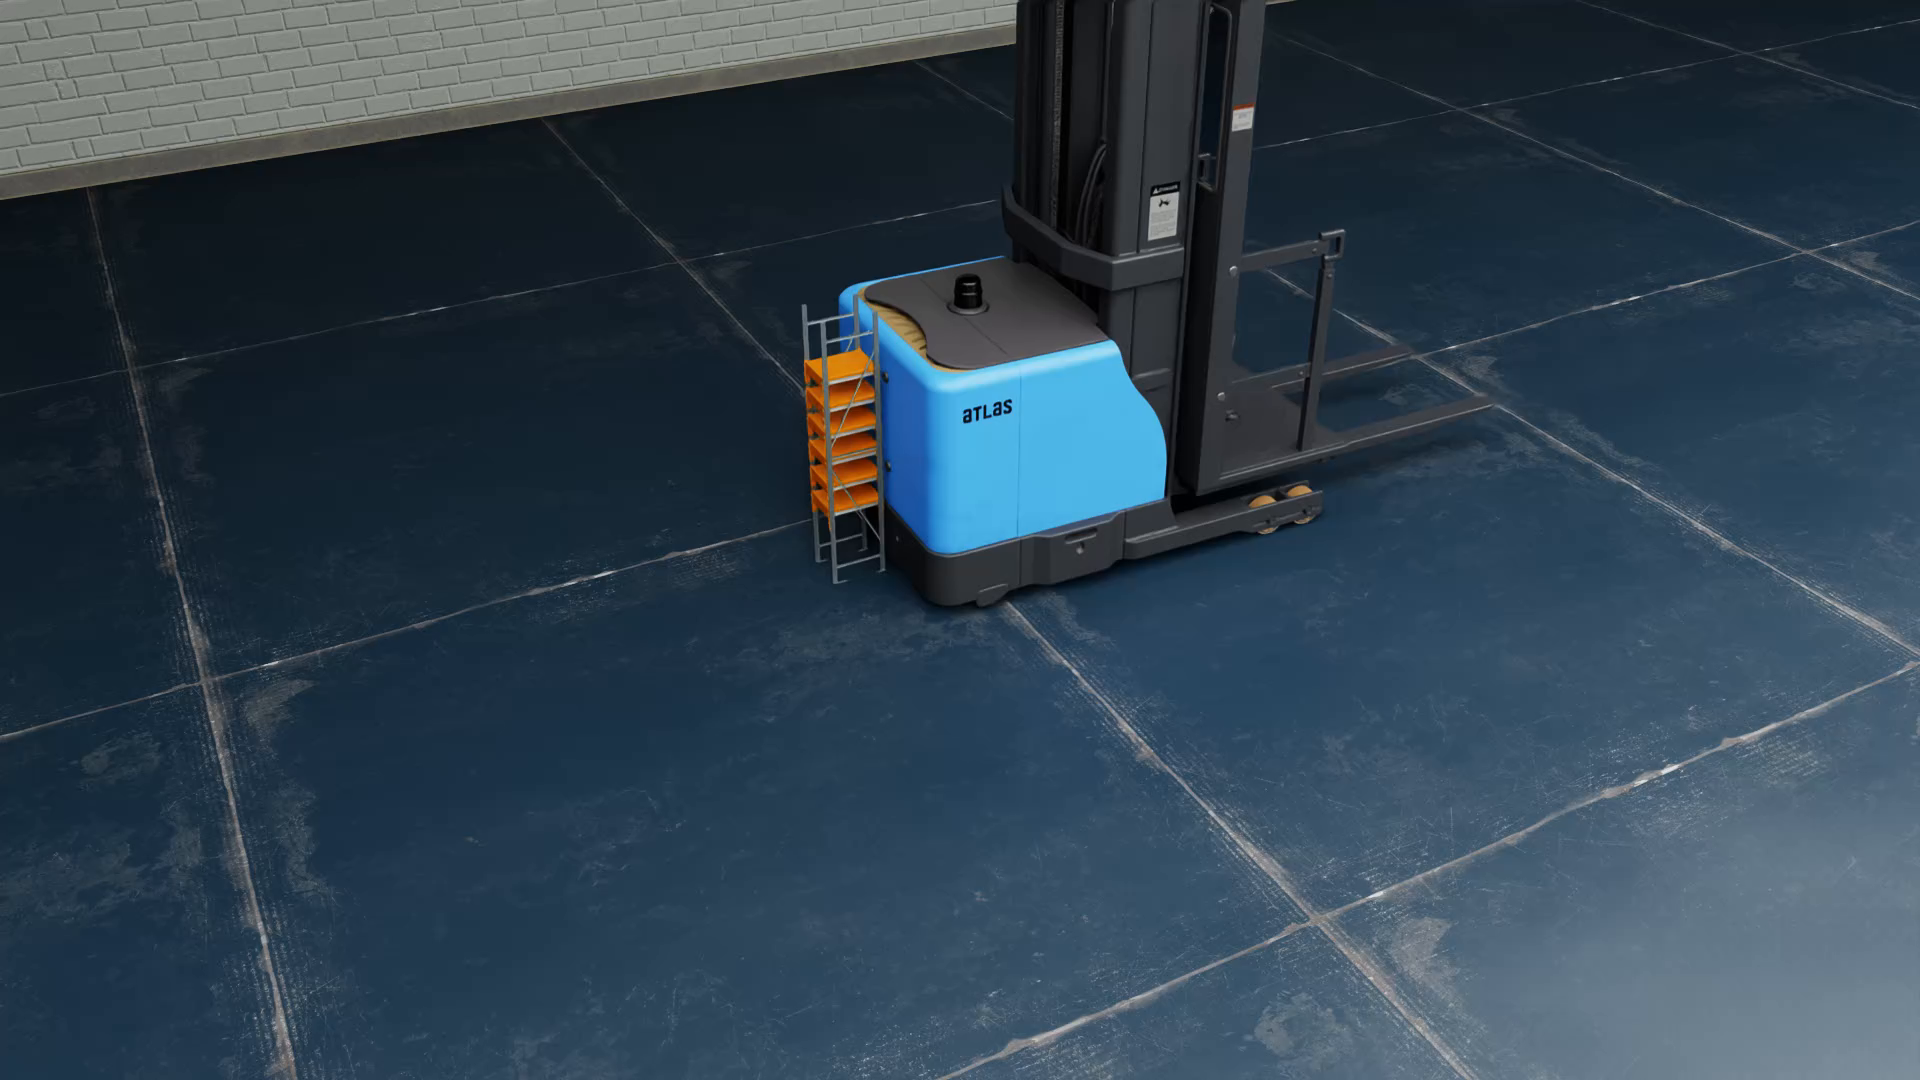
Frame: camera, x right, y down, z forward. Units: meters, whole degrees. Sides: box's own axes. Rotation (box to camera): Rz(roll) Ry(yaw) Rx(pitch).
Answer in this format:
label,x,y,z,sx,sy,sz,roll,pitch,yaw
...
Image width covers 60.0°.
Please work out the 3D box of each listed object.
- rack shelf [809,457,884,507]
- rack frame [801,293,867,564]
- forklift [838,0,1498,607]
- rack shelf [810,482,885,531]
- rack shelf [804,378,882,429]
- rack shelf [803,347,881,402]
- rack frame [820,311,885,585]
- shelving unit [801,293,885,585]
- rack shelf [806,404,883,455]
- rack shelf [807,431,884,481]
label,x,y,z,sx,sy,sz,roll,pitch,yaw
rack shelf,-0.466,-0.253,6.837,0.258,0.103,0.180,-16,36,-23
rack frame,-0.508,-0.435,6.817,0.240,1.200,0.006,-16,36,-23
forklift,1.035,-1.501,6.875,3.031,2.935,1.130,-15,35,-22
rack shelf,-0.466,-0.152,6.902,0.258,0.103,0.180,-16,36,-23
rack shelf,-0.466,-0.556,6.643,0.258,0.103,0.180,-16,36,-23
rack shelf,-0.466,-0.657,6.578,0.258,0.103,0.180,-16,36,-23
rack frame,-0.424,-0.347,6.680,0.240,1.200,0.006,-16,36,-23
shelving unit,-0.466,-0.391,6.748,0.258,1.200,0.189,-16,36,-23
rack shelf,-0.466,-0.455,6.707,0.258,0.103,0.180,-16,36,-23
rack shelf,-0.466,-0.354,6.772,0.258,0.103,0.180,-16,36,-23
